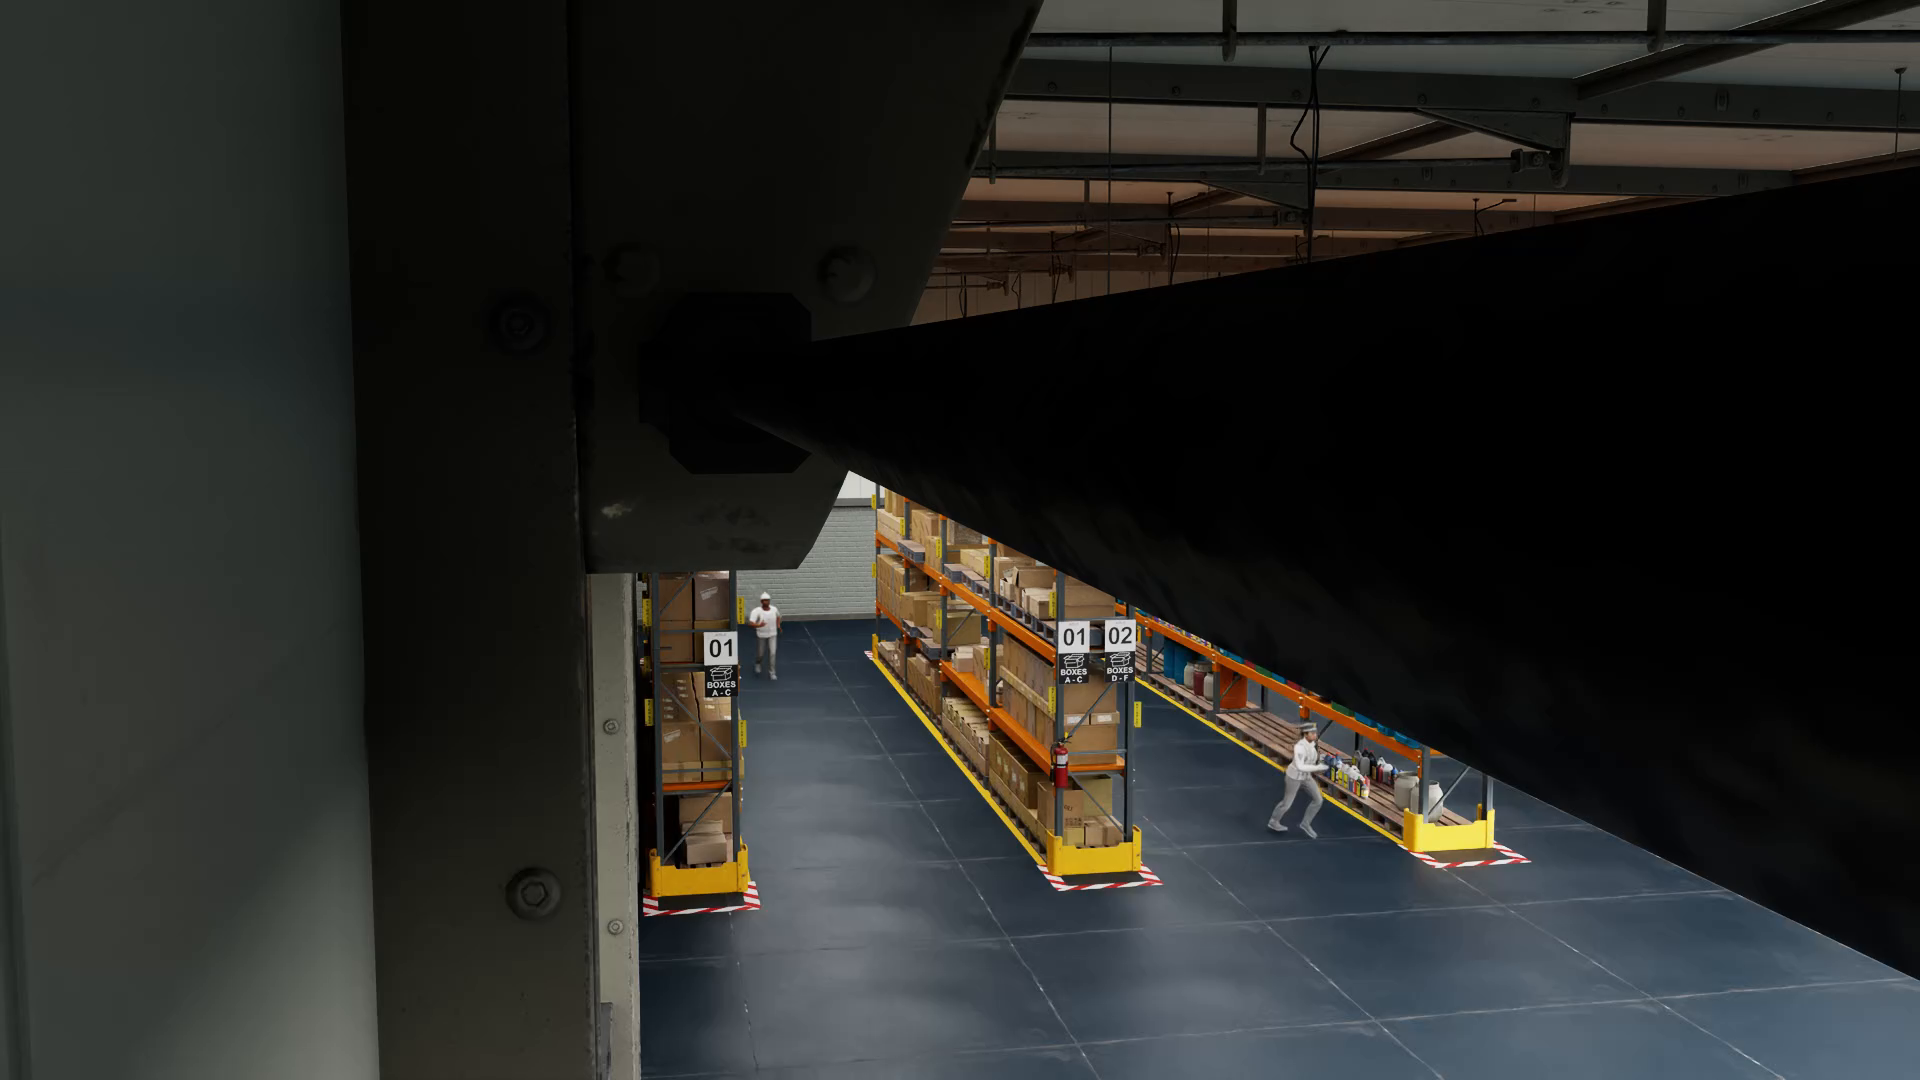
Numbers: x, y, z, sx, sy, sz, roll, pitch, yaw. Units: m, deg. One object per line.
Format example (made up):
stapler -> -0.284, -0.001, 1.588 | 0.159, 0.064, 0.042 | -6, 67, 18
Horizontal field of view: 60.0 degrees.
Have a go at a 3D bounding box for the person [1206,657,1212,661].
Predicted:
person -> 5.439, 1.847, 35.825 | 0.558, 1.593, 0.746 | 0, 6, -2

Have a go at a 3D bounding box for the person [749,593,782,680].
person -> -3.960, 1.957, 33.973 | 0.705, 1.745, 0.971 | -2, 6, -21

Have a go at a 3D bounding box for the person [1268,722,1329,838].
person -> 4.599, 3.226, 22.454 | 0.601, 1.637, 0.933 | -6, 8, -44
